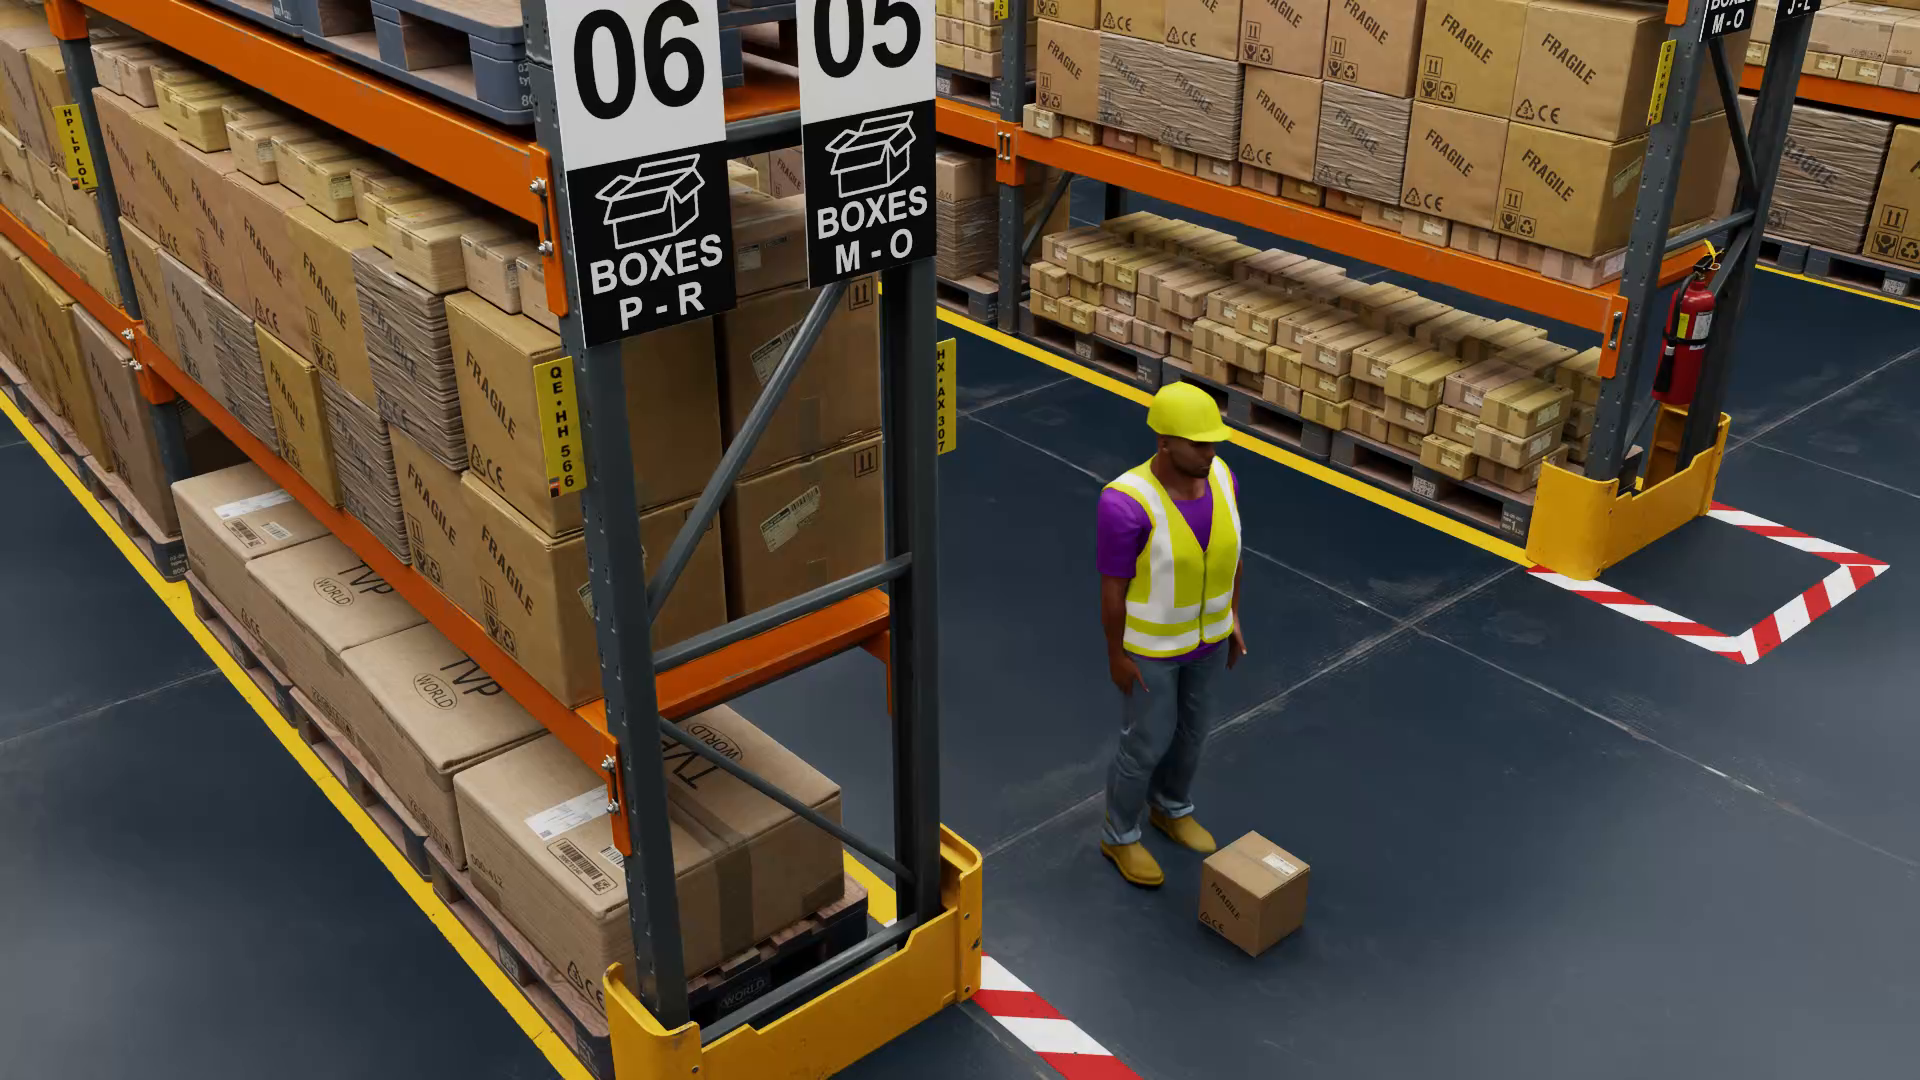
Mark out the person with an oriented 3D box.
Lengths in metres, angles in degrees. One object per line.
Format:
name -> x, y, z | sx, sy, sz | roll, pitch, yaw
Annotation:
person -> 0.708, 0.325, 5.512 | 0.564, 1.785, 0.368 | -17, 32, -29
